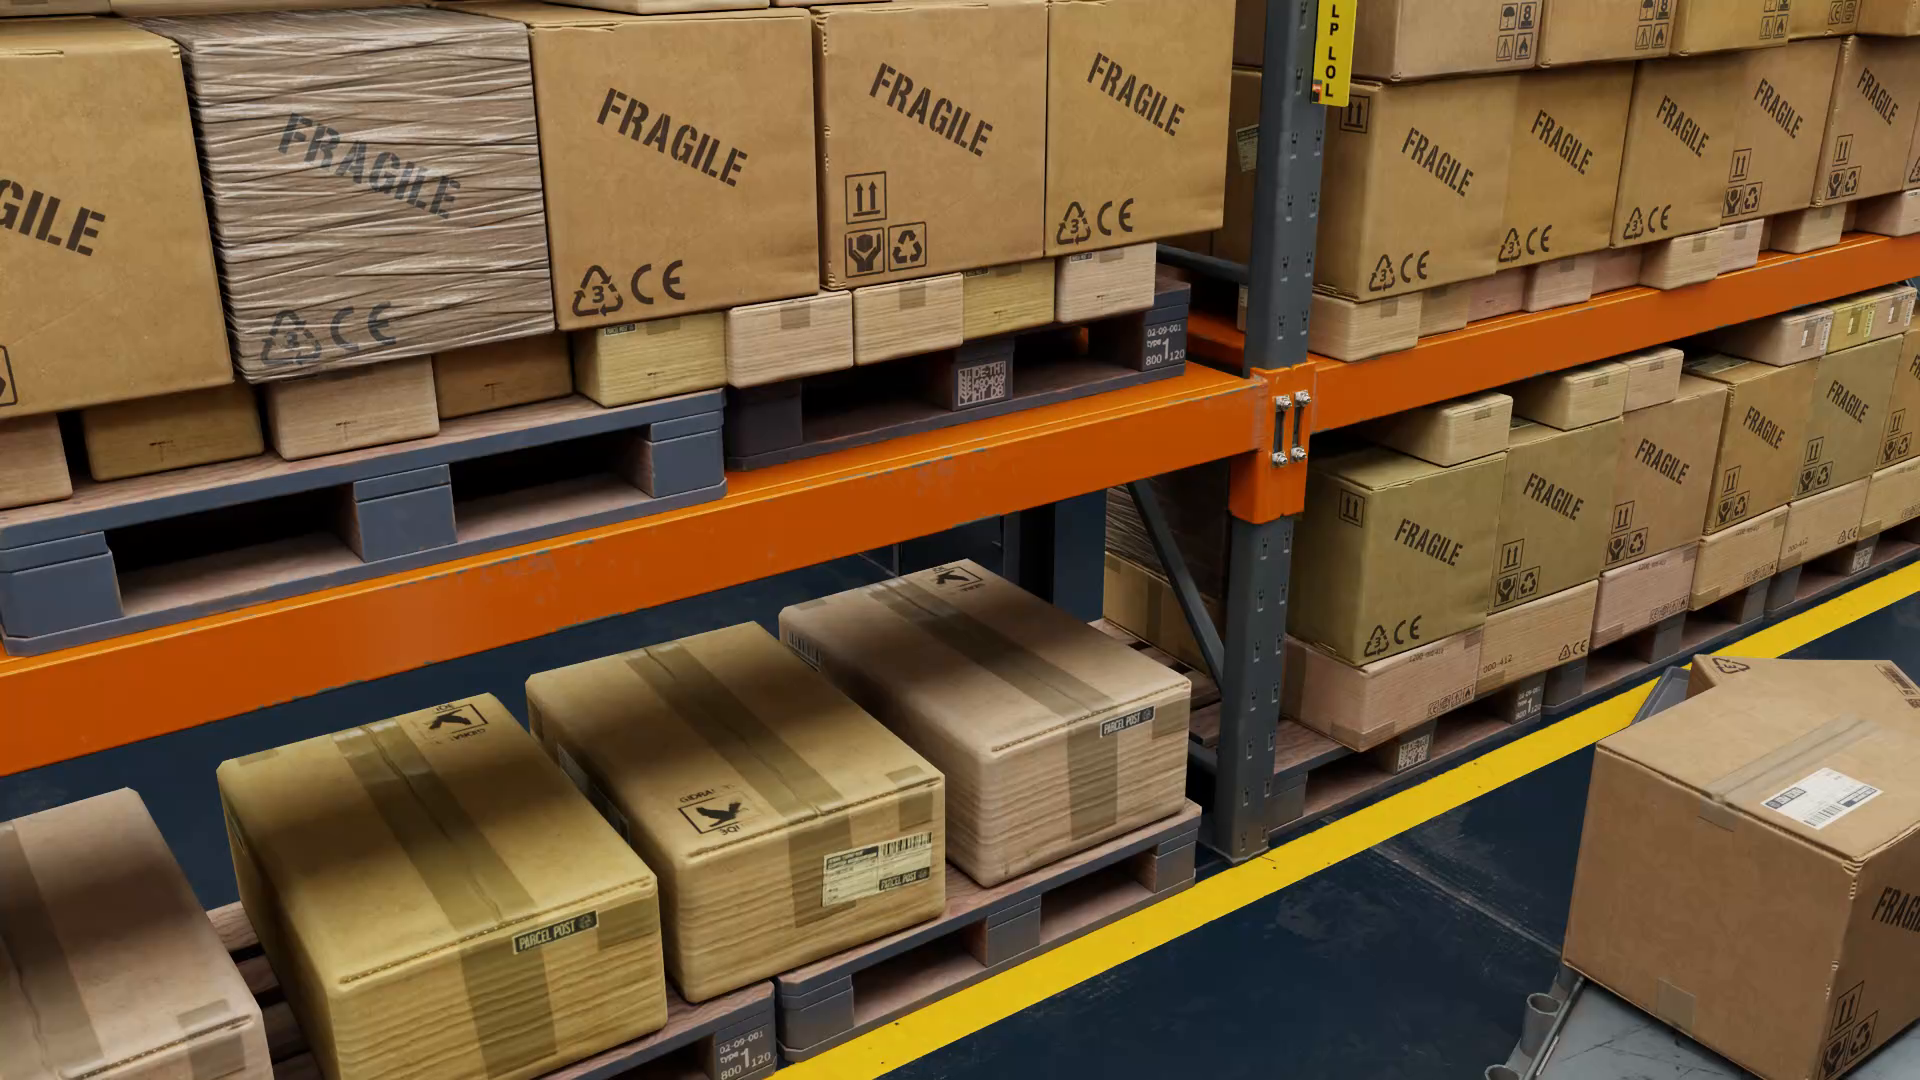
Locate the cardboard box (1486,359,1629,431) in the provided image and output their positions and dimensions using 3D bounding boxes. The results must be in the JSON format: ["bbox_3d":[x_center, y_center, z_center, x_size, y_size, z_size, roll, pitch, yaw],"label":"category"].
[{"bbox_3d":[1.654,-0.448,4.727,0.250,0.149,0.380,-14,26,-31],"label":"cardboard box"}]

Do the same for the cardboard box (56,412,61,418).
[{"bbox_3d":[-1.598,-0.347,2.992,0.250,0.149,0.380,-15,26,-32],"label":"cardboard box"}]

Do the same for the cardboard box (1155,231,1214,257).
[{"bbox_3d":[0.681,-1.069,4.491,0.500,0.500,0.500,-16,27,-34],"label":"cardboard box"}]

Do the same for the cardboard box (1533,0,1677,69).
[{"bbox_3d":[1.376,-1.496,4.213,0.500,0.500,0.700,-15,26,-33],"label":"cardboard box"}]

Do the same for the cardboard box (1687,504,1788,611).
[{"bbox_3d":[2.366,-0.016,5.533,0.500,0.250,0.500,-16,27,-35],"label":"cardboard box"}]

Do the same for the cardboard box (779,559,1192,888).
[{"bbox_3d":[0.041,0.427,4.259,0.625,0.372,0.950,-15,26,-32],"label":"cardboard box"}]

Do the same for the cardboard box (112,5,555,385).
[{"bbox_3d":[-1.025,-0.592,2.731,0.500,0.500,0.500,-16,27,-35],"label":"cardboard box"}]

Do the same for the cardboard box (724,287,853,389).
[{"bbox_3d":[-0.409,-0.422,3.180,0.250,0.149,0.380,-15,26,-32],"label":"cardboard box"}]

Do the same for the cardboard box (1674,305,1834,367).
[{"bbox_3d":[2.534,-0.685,5.322,0.250,0.149,0.380,-14,26,-31],"label":"cardboard box"}]

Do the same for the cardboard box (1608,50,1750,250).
[{"bbox_3d":[1.794,-1.129,4.643,0.500,0.500,0.500,-15,26,-33],"label":"cardboard box"}]

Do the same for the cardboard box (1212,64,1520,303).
[{"bbox_3d":[0.985,-0.909,4.091,0.500,0.500,0.500,-15,26,-33],"label":"cardboard box"}]

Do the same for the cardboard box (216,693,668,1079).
[{"bbox_3d":[-1.104,0.734,3.488,0.625,0.372,0.950,-14,26,-31],"label":"cardboard box"}]

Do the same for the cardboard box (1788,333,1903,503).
[{"bbox_3d":[2.792,-0.479,5.681,0.500,0.500,0.500,-14,26,-31],"label":"cardboard box"}]

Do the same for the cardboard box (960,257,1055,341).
[{"bbox_3d":[-0.016,-0.545,3.487,0.250,0.149,0.380,-16,27,-34],"label":"cardboard box"}]

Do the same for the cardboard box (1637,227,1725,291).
[{"bbox_3d":[1.952,-0.842,4.798,0.250,0.149,0.380,-15,26,-33],"label":"cardboard box"}]

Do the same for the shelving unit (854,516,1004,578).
[{"bbox_3d":[-0.134,-0.939,5.917,0.503,2.100,0.431,-15,26,-33],"label":"shelving unit"}]

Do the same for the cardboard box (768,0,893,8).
[{"bbox_3d":[-0.330,-1.073,3.060,0.250,0.149,0.380,-16,27,-34],"label":"cardboard box"}]

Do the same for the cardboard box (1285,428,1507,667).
[{"bbox_3d":[1.102,-0.026,4.545,0.500,0.500,0.500,-14,25,-30],"label":"cardboard box"}]

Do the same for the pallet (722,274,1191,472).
[{"bbox_3d":[-0.240,-0.502,3.866,1.213,0.211,1.003,-15,26,-33],"label":"pallet"}]

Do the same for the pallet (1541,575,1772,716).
[{"bbox_3d":[1.981,0.161,5.709,1.213,0.211,1.003,-15,26,-33],"label":"pallet"}]

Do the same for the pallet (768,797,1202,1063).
[{"bbox_3d":[-0.166,0.751,4.229,1.213,0.211,1.003,-15,26,-33],"label":"pallet"}]

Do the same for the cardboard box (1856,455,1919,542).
[{"bbox_3d":[3.194,-0.236,6.083,0.500,0.250,0.500,-15,26,-33],"label":"cardboard box"}]

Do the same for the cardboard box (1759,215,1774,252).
[{"bbox_3d":[2.281,-0.992,5.173,0.250,0.149,0.380,-15,26,-33],"label":"cardboard box"}]

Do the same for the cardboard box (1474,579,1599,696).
[{"bbox_3d":[1.528,0.204,4.982,0.500,0.250,0.500,-13,25,-30],"label":"cardboard box"}]

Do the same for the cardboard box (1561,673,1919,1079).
[{"bbox_3d":[1.529,0.625,3.133,0.500,0.500,0.500,-15,26,-33],"label":"cardboard box"}]

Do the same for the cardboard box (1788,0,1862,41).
[{"bbox_3d":[2.170,-1.737,4.816,0.500,0.500,0.700,-15,26,-33],"label":"cardboard box"}]

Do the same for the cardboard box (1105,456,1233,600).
[{"bbox_3d":[0.789,-0.188,4.952,0.500,0.500,0.500,-15,26,-34],"label":"cardboard box"}]

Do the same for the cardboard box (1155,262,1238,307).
[{"bbox_3d":[0.548,-0.758,4.586,0.250,0.149,0.380,-15,26,-33],"label":"cardboard box"}]

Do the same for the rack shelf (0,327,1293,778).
[{"bbox_3d":[-1.158,0.054,3.184,4.000,0.370,1.077,-15,26,-33],"label":"rack shelf"}]

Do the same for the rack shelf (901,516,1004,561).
[{"bbox_3d":[-0.134,-0.277,6.182,0.480,0.518,0.431,-15,26,-33],"label":"rack shelf"}]

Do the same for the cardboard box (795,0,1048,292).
[{"bbox_3d":[-0.178,-0.816,3.291,0.500,0.500,0.500,-15,26,-33],"label":"cardboard box"}]

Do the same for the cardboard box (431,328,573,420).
[{"bbox_3d":[-0.902,-0.354,3.009,0.250,0.149,0.380,-16,27,-35],"label":"cardboard box"}]

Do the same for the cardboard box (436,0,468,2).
[{"bbox_3d":[-0.945,-1.132,3.209,0.250,0.149,0.380,-13,25,-30],"label":"cardboard box"}]

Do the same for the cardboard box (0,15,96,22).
[{"bbox_3d":[-1.753,-0.634,2.834,0.500,0.500,0.500,-17,27,-36],"label":"cardboard box"}]

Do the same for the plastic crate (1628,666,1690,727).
[{"bbox_3d":[2.218,0.550,4.910,0.402,0.080,0.583,14,26,32],"label":"plastic crate"}]

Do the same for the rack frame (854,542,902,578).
[{"bbox_3d":[-0.332,-0.887,5.785,0.015,2.100,0.400,-15,26,-33],"label":"rack frame"}]

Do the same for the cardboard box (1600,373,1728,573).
[{"bbox_3d":[1.951,-0.257,5.124,0.500,0.500,0.500,-13,25,-30],"label":"cardboard box"}]

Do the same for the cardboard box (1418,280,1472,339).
[{"bbox_3d":[1.083,-0.638,4.287,0.250,0.149,0.380,-14,26,-31],"label":"cardboard box"}]

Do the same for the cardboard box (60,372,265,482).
[{"bbox_3d":[-1.319,-0.238,2.718,0.250,0.149,0.380,-14,26,-31],"label":"cardboard box"}]

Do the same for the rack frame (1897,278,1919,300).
[{"bbox_3d":[3.712,-1.579,6.305,0.127,3.000,1.000,-15,26,-33],"label":"rack frame"}]

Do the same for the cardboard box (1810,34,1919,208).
[{"bbox_3d":[2.615,-1.349,5.193,0.500,0.500,0.500,-15,26,-33],"label":"cardboard box"}]

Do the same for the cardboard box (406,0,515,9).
[{"bbox_3d":[-0.899,-0.866,3.416,0.500,0.500,0.500,-15,26,-33],"label":"cardboard box"}]

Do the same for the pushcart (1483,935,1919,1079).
[{"bbox_3d":[1.837,1.180,2.930,1.648,0.377,0.936,14,26,32],"label":"pushcart"}]

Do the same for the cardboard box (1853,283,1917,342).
[{"bbox_3d":[2.955,-0.795,5.597,0.250,0.149,0.380,-14,26,-31],"label":"cardboard box"}]

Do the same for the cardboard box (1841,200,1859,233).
[{"bbox_3d":[2.691,-1.102,5.449,0.250,0.149,0.380,-15,26,-32],"label":"cardboard box"}]

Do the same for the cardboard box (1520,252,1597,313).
[{"bbox_3d":[1.502,-0.748,4.562,0.250,0.149,0.380,-14,26,-31],"label":"cardboard box"}]
